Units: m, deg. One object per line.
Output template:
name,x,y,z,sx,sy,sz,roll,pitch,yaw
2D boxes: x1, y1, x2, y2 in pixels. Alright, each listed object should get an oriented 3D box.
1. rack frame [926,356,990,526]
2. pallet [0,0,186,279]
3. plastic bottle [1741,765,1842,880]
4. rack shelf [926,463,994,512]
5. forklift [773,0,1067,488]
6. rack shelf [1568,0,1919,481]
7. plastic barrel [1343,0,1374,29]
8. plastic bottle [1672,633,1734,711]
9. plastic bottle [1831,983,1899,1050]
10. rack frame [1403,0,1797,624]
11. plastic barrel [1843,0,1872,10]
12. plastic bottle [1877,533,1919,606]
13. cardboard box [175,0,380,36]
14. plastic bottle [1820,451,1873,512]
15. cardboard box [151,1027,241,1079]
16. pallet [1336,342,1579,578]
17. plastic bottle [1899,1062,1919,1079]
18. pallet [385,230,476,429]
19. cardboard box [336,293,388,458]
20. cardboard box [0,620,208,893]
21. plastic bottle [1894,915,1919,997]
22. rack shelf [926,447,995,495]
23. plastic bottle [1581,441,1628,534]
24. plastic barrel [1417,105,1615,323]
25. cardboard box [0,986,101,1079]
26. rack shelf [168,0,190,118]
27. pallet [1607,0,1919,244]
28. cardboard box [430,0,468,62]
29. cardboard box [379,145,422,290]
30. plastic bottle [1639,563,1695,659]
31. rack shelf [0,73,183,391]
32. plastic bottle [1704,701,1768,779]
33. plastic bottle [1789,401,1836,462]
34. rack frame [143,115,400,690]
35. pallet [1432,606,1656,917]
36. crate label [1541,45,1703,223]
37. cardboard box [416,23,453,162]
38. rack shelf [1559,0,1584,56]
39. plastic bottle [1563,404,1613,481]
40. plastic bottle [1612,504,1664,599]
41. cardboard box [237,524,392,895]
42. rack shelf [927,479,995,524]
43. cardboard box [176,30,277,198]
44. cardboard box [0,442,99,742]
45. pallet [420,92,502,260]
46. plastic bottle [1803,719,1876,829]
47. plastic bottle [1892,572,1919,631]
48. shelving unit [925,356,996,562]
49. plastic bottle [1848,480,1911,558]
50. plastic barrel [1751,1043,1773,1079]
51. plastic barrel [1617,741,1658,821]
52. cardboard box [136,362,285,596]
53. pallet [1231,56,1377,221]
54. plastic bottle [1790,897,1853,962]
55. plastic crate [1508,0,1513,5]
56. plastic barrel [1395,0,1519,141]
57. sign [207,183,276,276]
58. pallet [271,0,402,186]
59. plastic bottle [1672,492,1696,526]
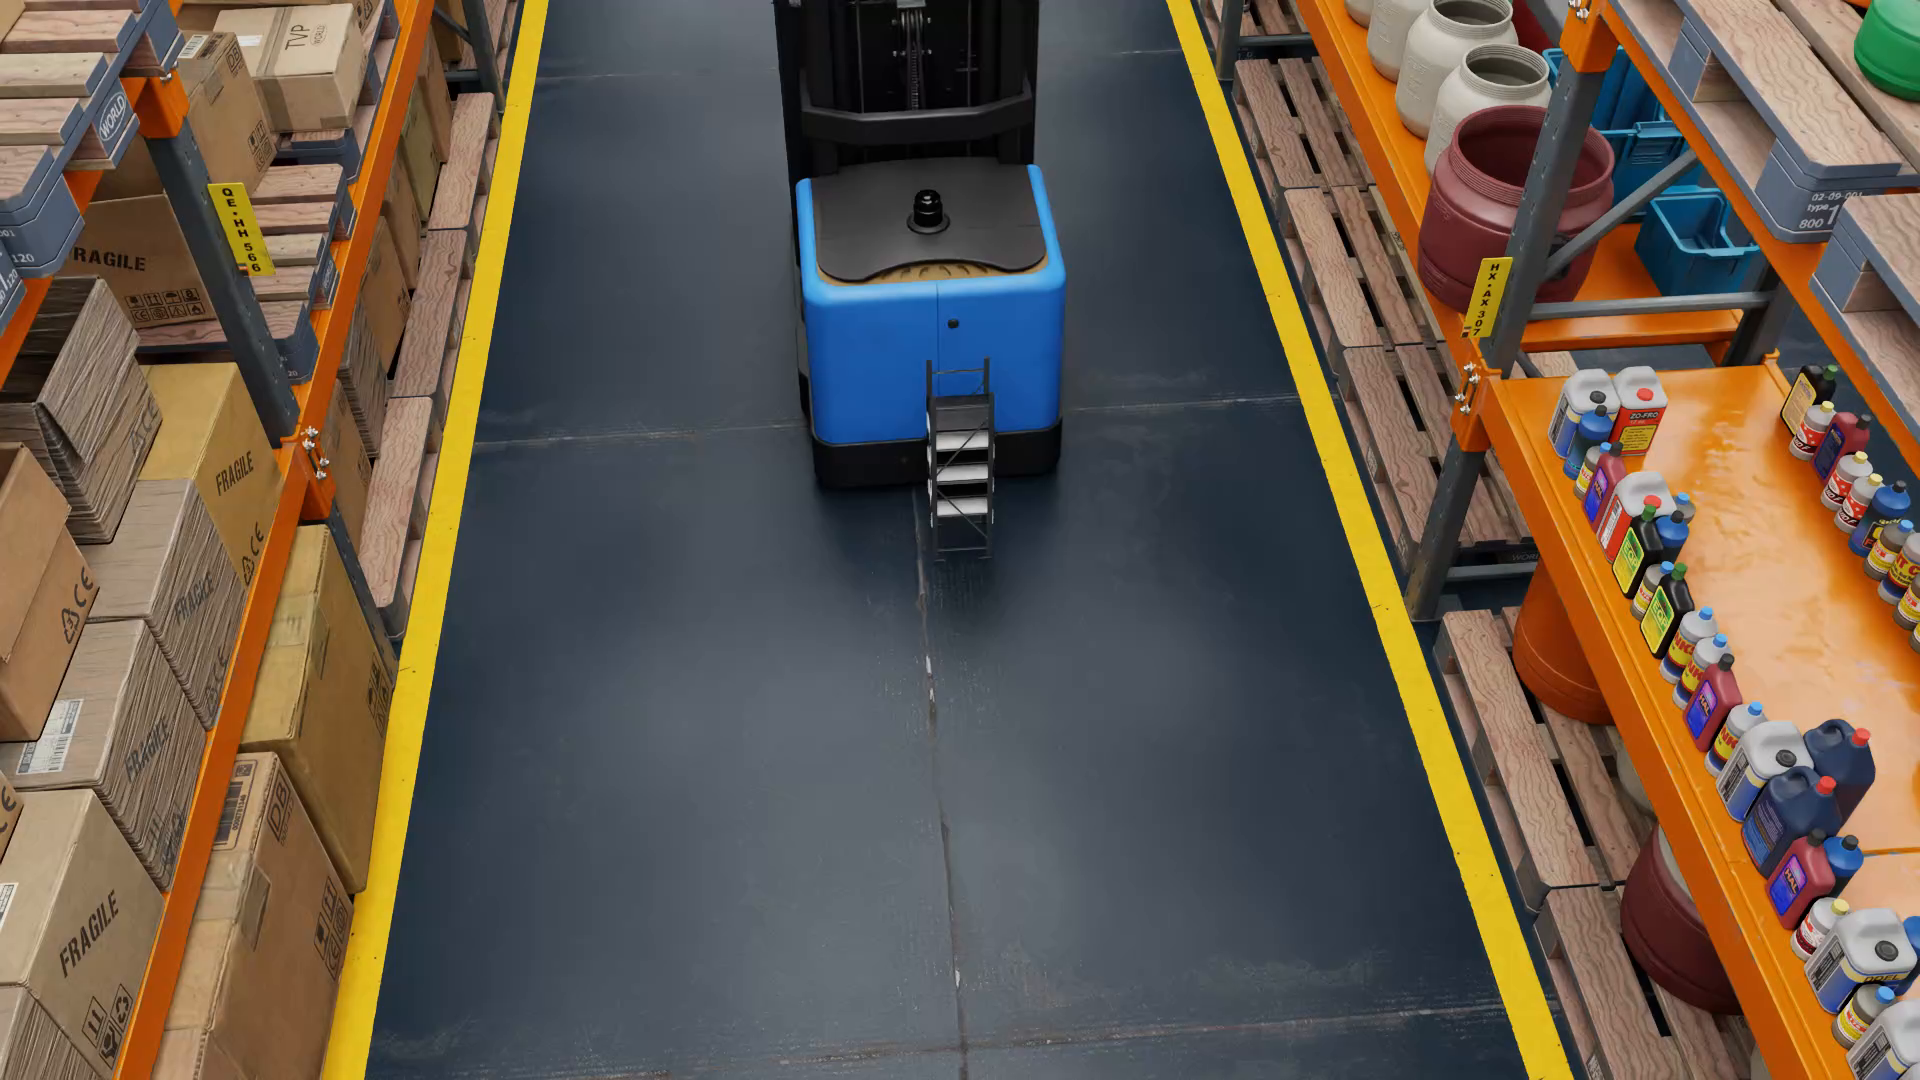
rack frame,-0.008,-0.377,6.624,0.240,0.900,0.006,-3,47,-3
pallet,-2.553,-0.978,3.811,1.213,0.211,1.003,-2,47,-1
plastic bottle,2.115,0.694,4.198,0.144,0.351,0.185,-3,47,-3
rack shelf,0.001,-0.219,6.644,0.258,0.077,0.200,-3,47,-3
forklift,-0.245,-2.305,7.051,1.130,2.935,3.031,-4,47,-4
rack shelf,2.443,-0.112,3.357,1.077,0.370,4.000,-3,47,-3
plastic barrel,1.864,-2.480,7.075,0.433,0.535,0.433,0,47,0
plastic bottle,2.049,0.356,4.572,0.097,0.271,0.097,0,47,0
plastic bottle,2.134,1.113,3.904,0.097,0.201,0.097,0,47,0
rack frame,2.276,-0.775,5.555,1.000,3.000,0.127,-3,47,-3
plastic barrel,2.320,-1.688,3.768,0.600,0.830,0.708,-3,47,-3
plastic bottle,2.778,0.069,4.844,0.097,0.271,0.097,0,47,0
cardboard box,-2.758,-2.300,6.638,0.797,0.503,0.637,1,47,1
plastic bottle,2.745,-0.189,5.136,0.097,0.201,0.097,0,47,0
cardboard box,-2.474,1.898,4.197,1.225,0.875,0.875,-5,47,-5
pallet,2.249,-0.379,7.100,1.003,0.211,1.213,-3,47,-3
plastic bottle,2.183,1.267,3.706,0.152,0.276,0.135,-3,47,-3
pallet,-2.823,-0.962,7.652,1.003,0.211,1.213,-3,47,-3
cardboard box,-2.795,-0.650,6.855,0.700,0.500,0.500,-7,47,-7
cardboard box,-2.289,0.570,4.212,0.500,0.500,0.500,-5,47,-5
plastic bottle,2.275,0.982,3.979,0.097,0.271,0.097,0,47,0
rack shelf,0.001,-0.281,6.578,0.258,0.077,0.200,-3,47,-3
plastic bottle,1.972,-0.162,5.054,0.061,0.283,0.133,-3,47,-3
plastic barrel,1.935,-1.139,5.806,0.600,0.536,0.708,-3,47,-3
cardboard box,-2.199,1.312,3.510,0.500,0.500,0.500,-4,47,-4
rack shelf,-2.827,-2.705,5.812,1.077,0.370,4.000,-3,47,-3
pallet,2.242,-1.182,4.005,1.003,0.211,1.213,-3,47,-3
cardboard box,-2.988,-2.945,9.042,0.500,0.500,0.500,-5,47,-5
cardboard box,-2.896,-1.464,7.625,0.700,0.500,0.500,-7,47,-7
plastic bottle,2.014,0.199,4.713,0.061,0.283,0.133,-3,47,-3
rack shelf,-2.493,0.189,3.071,1.077,0.370,4.000,-3,47,-3
plastic bottle,2.069,0.523,4.414,0.097,0.271,0.097,0,47,0
plastic bottle,2.726,-0.356,5.294,0.097,0.201,0.097,0,47,0
rack frame,-2.660,-0.474,5.270,1.000,3.000,0.127,-3,47,-3
pallet,2.383,0.751,6.029,1.003,0.211,1.213,-3,47,-3
crate label,2.462,-1.523,6.238,0.502,0.435,0.616,-3,47,-3
cardboard box,-2.965,-2.215,8.336,0.700,0.500,0.500,-7,47,-6
rack shelf,2.108,-3.006,6.097,1.077,0.370,4.000,-3,47,-3
plastic bottle,1.972,-0.313,5.205,0.097,0.271,0.097,0,47,0
plastic bottle,1.994,0.032,4.871,0.061,0.283,0.133,-3,47,-3
cardboard box,-2.623,0.612,5.415,1.225,0.875,0.875,-5,47,-5
rack shelf,0.001,-0.157,6.709,0.258,0.077,0.200,-3,47,-3
cardboard box,-2.891,-1.439,5.825,0.700,0.500,0.500,3,47,3
cardboard box,-2.563,0.148,3.921,0.797,0.503,0.637,-3,47,-2
pallet,-2.928,-1.846,8.490,1.003,0.211,1.213,-3,47,-3
plastic bottle,2.256,0.587,4.299,0.144,0.351,0.185,-3,47,-3
plastic bottle,2.786,0.163,4.803,0.097,0.201,0.097,0,47,0
shelving unit,0.001,-0.304,6.554,0.258,0.900,0.210,-3,47,-3
plastic bottle,2.762,-0.072,4.977,0.097,0.271,0.097,0,47,0
plastic barrel,2.564,1.509,4.816,0.421,0.512,0.421,0,47,0
plastic barrel,2.470,0.692,5.590,0.421,0.512,0.421,0,47,0
cardboard box,-2.372,-0.167,4.910,0.500,0.500,0.500,-2,47,-2
pallet,2.045,-2.145,8.772,1.003,0.211,1.213,-3,47,-3
plastic bottle,2.115,0.945,4.062,0.097,0.201,0.097,0,47,0
plastic crate,2.368,-2.354,7.196,0.450,0.188,0.662,-3,47,-3
plastic barrel,1.941,-1.850,6.495,0.421,0.512,0.421,0,47,0
sign,-2.107,-0.909,4.884,0.100,0.325,0.005,-3,47,-3
pallet,-2.866,-1.838,6.693,1.003,0.211,1.213,-3,47,-3
plastic bottle,2.151,-0.061,5.015,0.097,0.201,0.097,0,47,0
